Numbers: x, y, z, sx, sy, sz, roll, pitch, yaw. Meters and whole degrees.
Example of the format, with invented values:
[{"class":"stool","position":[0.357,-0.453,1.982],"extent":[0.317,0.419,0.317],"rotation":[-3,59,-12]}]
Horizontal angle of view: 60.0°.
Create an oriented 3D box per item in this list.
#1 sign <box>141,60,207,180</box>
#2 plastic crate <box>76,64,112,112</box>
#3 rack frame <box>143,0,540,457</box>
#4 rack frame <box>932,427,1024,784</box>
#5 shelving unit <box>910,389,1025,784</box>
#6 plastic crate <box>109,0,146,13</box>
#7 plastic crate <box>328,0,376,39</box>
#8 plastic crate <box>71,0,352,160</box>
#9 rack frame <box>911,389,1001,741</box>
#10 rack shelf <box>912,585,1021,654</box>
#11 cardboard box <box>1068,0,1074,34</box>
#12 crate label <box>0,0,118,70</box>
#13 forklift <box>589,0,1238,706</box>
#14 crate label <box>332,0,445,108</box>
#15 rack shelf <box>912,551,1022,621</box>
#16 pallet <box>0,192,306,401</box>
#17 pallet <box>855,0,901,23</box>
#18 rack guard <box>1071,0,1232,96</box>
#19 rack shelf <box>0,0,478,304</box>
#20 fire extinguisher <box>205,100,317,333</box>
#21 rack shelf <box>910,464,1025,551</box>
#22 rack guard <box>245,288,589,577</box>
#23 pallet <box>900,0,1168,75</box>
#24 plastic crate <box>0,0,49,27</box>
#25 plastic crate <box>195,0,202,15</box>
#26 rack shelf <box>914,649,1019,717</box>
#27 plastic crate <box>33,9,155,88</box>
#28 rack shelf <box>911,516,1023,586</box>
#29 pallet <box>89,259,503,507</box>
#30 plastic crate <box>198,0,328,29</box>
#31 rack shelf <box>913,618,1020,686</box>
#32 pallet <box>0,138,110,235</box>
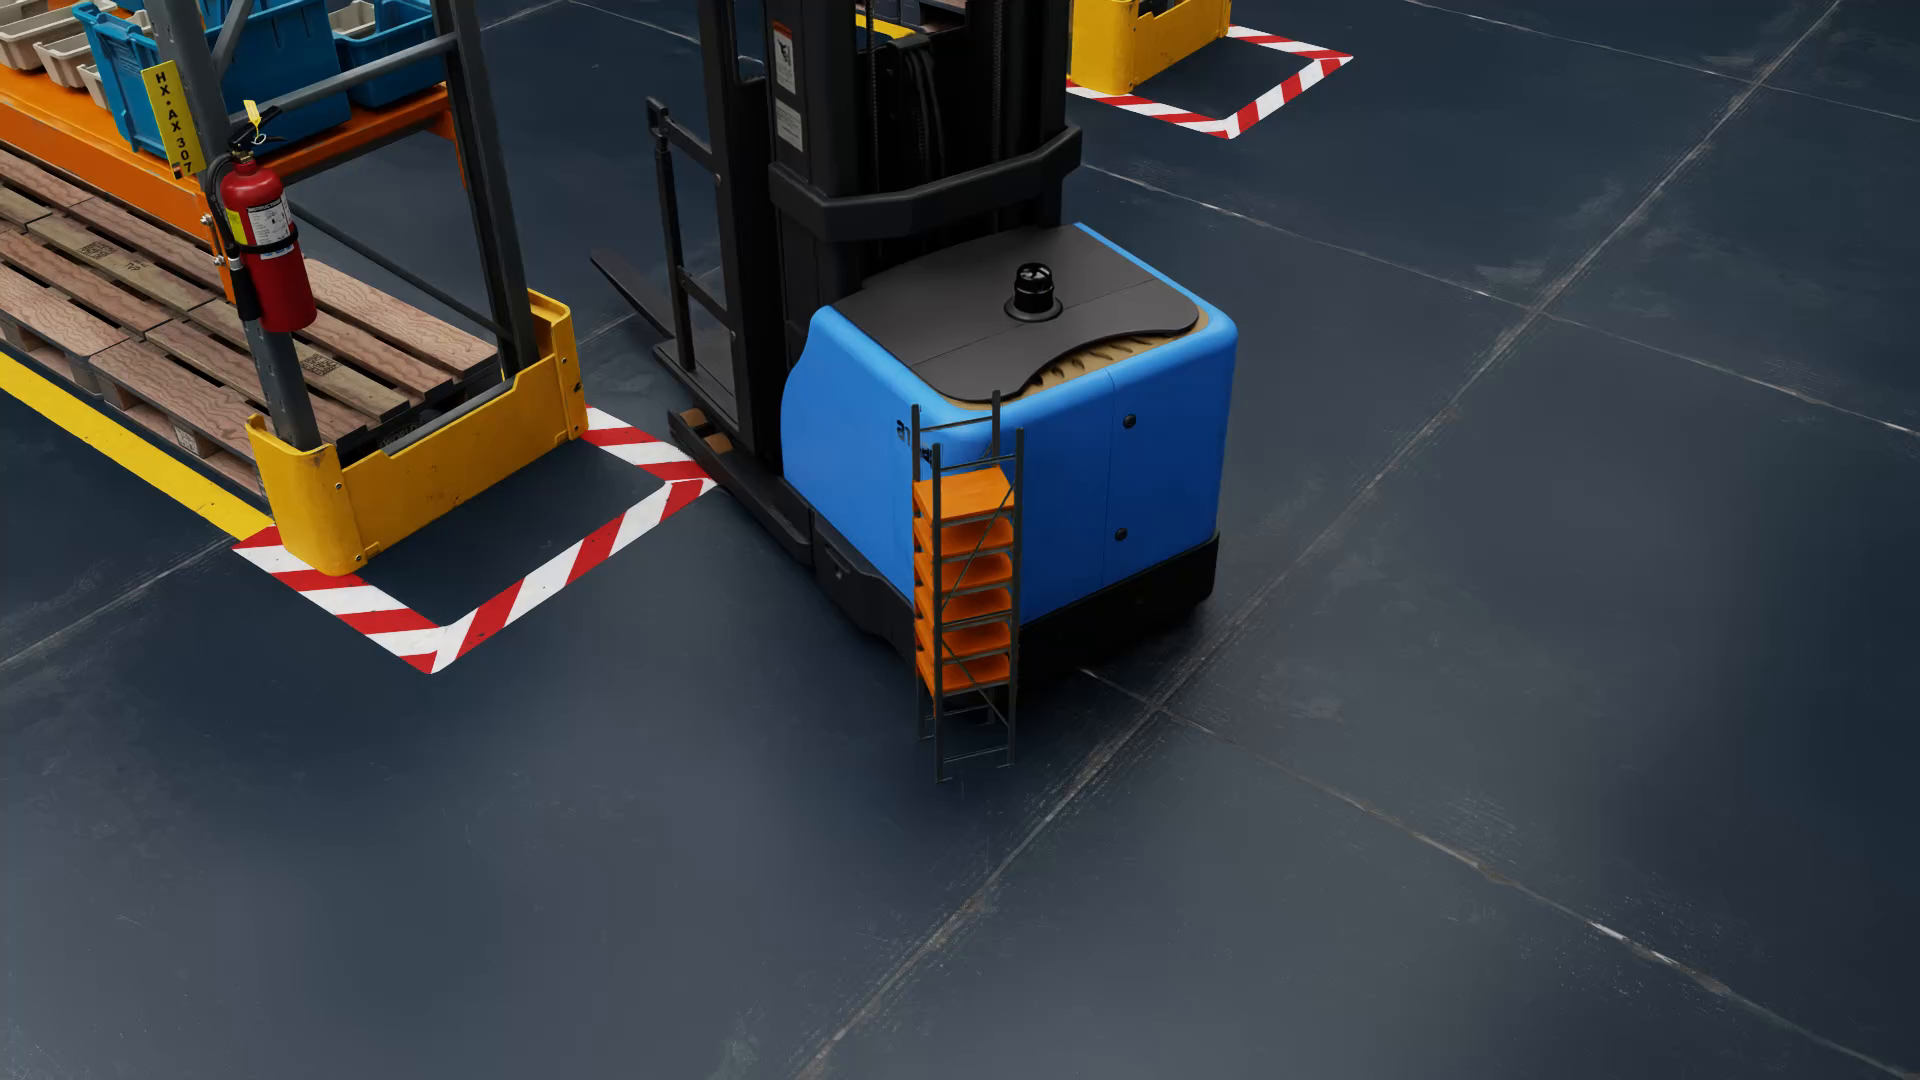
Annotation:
[{"class":"sign","position":[-2.218,-1.183,4.696],"extent":[0.005,0.325,0.100],"rotation":[25,45,29]},{"class":"plastic crate","position":[-2.654,-1.531,5.437],"extent":[0.243,0.136,0.396],"rotation":[25,45,29]},{"class":"rack frame","position":[-1.896,-1.394,5.098],"extent":[0.127,3.000,1.000],"rotation":[25,45,29]},{"class":"rack frame","position":[0.045,0.214,4.504],"extent":[0.240,1.200,0.006],"rotation":[-11,39,-14]},{"class":"shelving unit","position":[0.018,0.160,4.573],"extent":[0.258,1.200,0.189],"rotation":[-11,39,-14]},{"class":"plastic crate","position":[-2.938,-2.099,6.085],"extent":[0.300,0.233,0.416],"rotation":[25,45,29]},{"class":"plastic crate","position":[-2.097,-1.728,5.690],"extent":[0.298,0.136,0.250],"rotation":[25,45,29]},{"class":"plastic crate","position":[-2.276,-1.466,5.112],"extent":[0.499,0.435,0.616],"rotation":[25,45,29]},{"class":"rack frame","position":[-0.010,0.106,4.641],"extent":[0.240,1.200,0.006],"rotation":[-11,39,-14]},{"class":"rack shelf","position":[0.018,0.195,4.600],"extent":[0.258,0.103,0.180],"rotation":[-11,39,-14]},{"class":"cardboard box","position":[0.534,-3.090,8.935],"extent":[0.500,0.500,0.500],"rotation":[25,45,29]},{"class":"crate label","position":[-3.112,-1.739,5.703],"extent":[0.243,0.136,0.396],"rotation":[25,45,29]},{"class":"forklift","position":[-0.416,-1.524,5.320],"extent":[1.130,2.935,3.031],"rotation":[-23,43,-26]},{"class":"crate label","position":[-1.892,-1.606,5.455],"extent":[0.303,0.233,0.416],"rotation":[25,45,29]},{"class":"rack shelf","position":[0.018,0.100,4.526],"extent":[0.258,0.103,0.180],"rotation":[-11,39,-14]},{"class":"pallet","position":[-3.493,-1.081,6.960],"extent":[1.213,0.211,1.003],"rotation":[25,45,29]},{"class":"pallet","position":[-0.543,-3.504,10.055],"extent":[1.213,0.211,1.003],"rotation":[25,45,29]},{"class":"rack guard","position":[1.056,-2.863,9.001],"extent":[0.348,0.500,1.175],"rotation":[25,45,29]},{"class":"rack shelf","position":[-3.485,-1.860,6.276],"extent":[4.000,0.370,1.077],"rotation":[25,45,29]},{"class":"fire extinguisher","position":[-2.053,-0.938,4.880],"extent":[0.183,0.674,0.296],"rotation":[25,45,29]},{"class":"rack shelf","position":[0.018,-0.089,4.378],"extent":[0.258,0.103,0.180],"rotation":[-11,39,-14]},{"class":"rack guard","position":[-1.869,-0.407,5.865],"extent":[0.348,0.500,1.175],"rotation":[25,45,29]},{"class":"pallet","position":[0.422,-3.047,9.471],"extent":[1.213,0.211,1.003],"rotation":[25,45,29]},{"class":"plastic crate","position":[-3.358,-1.841,5.833],"extent":[0.250,0.136,0.298],"rotation":[25,45,29]},{"class":"plastic crate","position":[-2.636,-1.983,6.014],"extent":[0.298,0.136,0.250],"rotation":[25,45,29]},{"class":"rack shelf","position":[0.018,0.384,4.748],"extent":[0.258,0.103,0.180],"rotation":[-11,39,-14]},{"class":"plastic crate","position":[-2.876,-1.647,5.585],"extent":[0.243,0.136,0.396],"rotation":[25,45,29]},{"class":"rack shelf","position":[0.018,0.006,4.452],"extent":[0.258,0.103,0.180],"rotation":[-11,39,-14]},{"class":"pallet","position":[-2.528,-0.624,6.376],"extent":[1.213,0.211,1.003],"rotation":[25,45,29]},{"class":"plastic crate","position":[-2.415,-1.852,5.770],"extent":[0.300,0.233,0.416],"rotation":[25,45,29]},{"class":"rack shelf","position":[0.018,0.289,4.674],"extent":[0.258,0.103,0.180],"rotation":[-11,39,-14]},{"class":"pallet","position":[-4.466,-1.538,7.543],"extent":[1.213,0.211,1.003],"rotation":[25,45,29]}]
